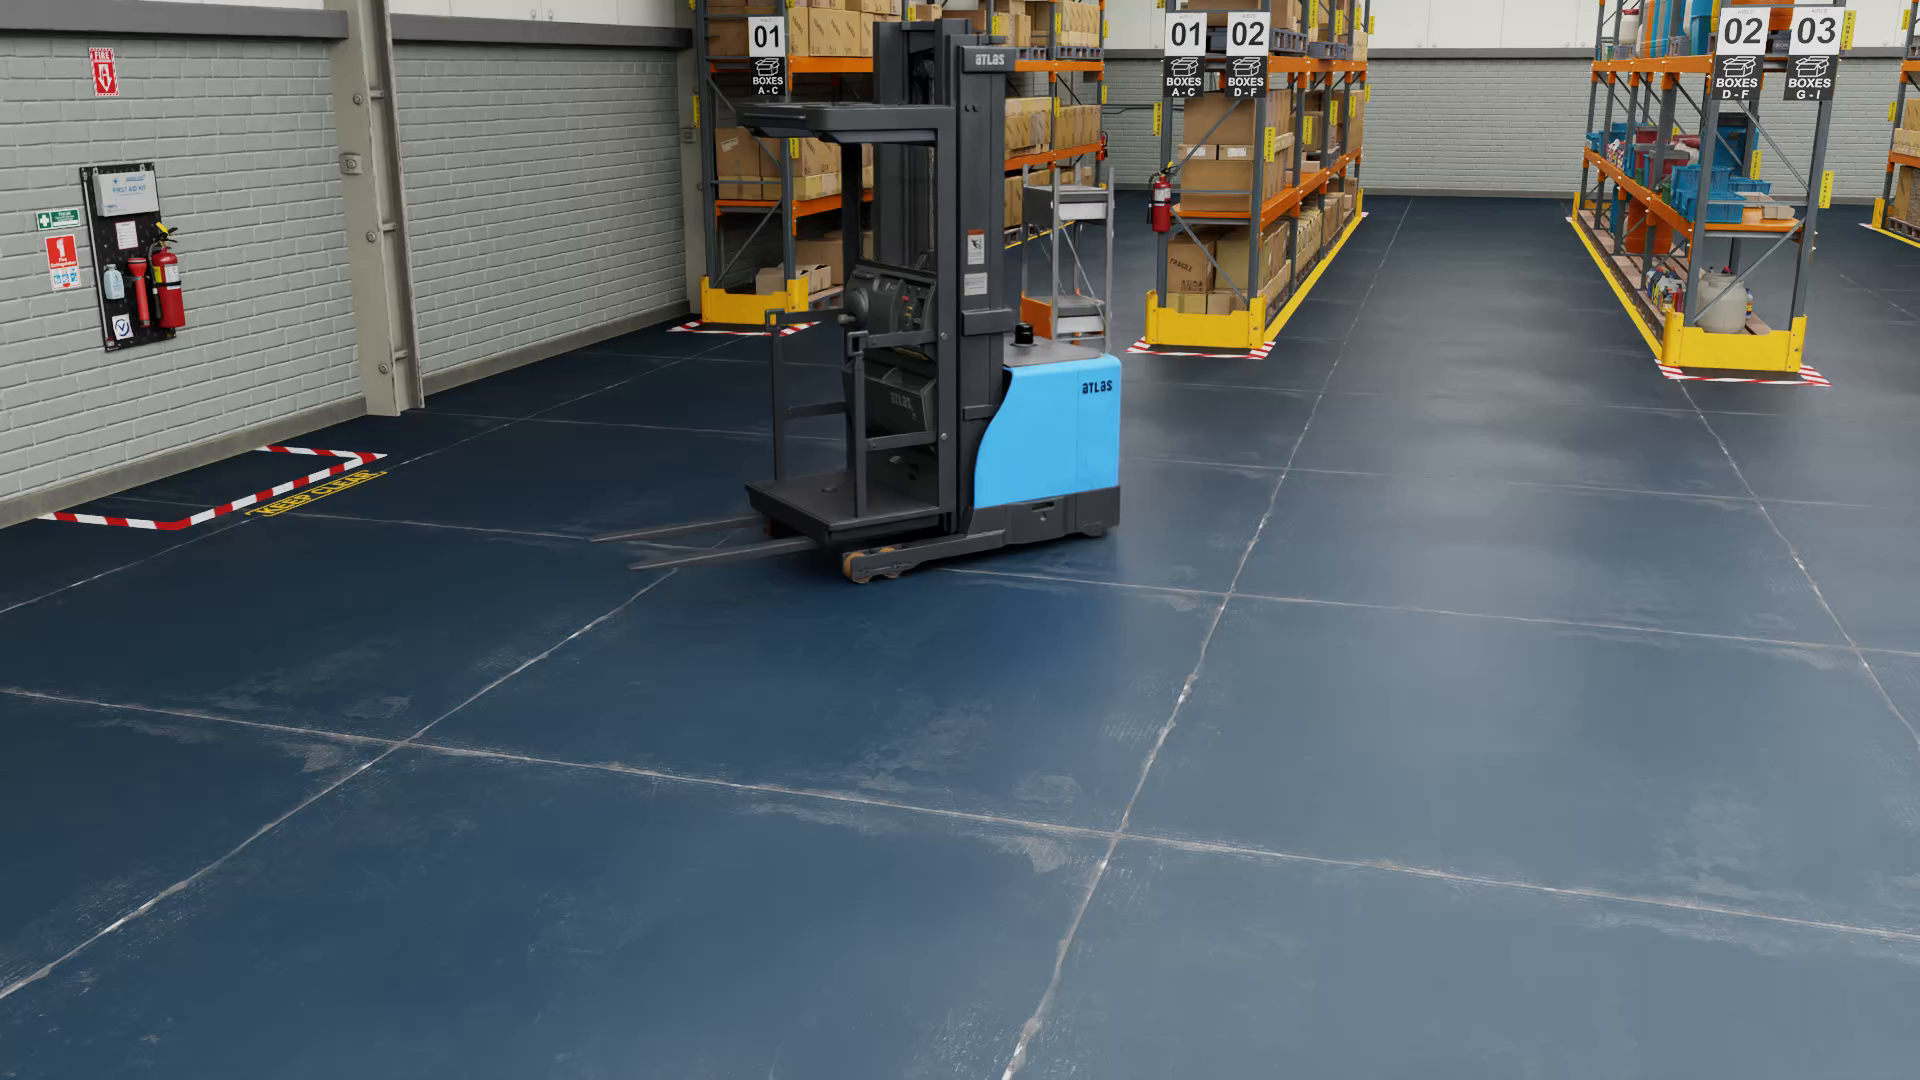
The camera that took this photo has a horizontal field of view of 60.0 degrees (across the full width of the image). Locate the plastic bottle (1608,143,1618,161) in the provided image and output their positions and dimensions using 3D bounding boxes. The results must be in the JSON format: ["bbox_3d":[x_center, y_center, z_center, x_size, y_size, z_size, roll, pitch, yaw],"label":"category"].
[{"bbox_3d":[10.036,-5.943,25.512,0.152,0.276,0.135,5,16,16],"label":"plastic bottle"}]

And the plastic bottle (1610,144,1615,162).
[{"bbox_3d":[9.871,-5.839,25.131,0.061,0.283,0.133,5,16,16],"label":"plastic bottle"}]

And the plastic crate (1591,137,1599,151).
[{"bbox_3d":[10.928,-6.723,28.231,0.416,0.233,0.300,5,16,16],"label":"plastic crate"}]

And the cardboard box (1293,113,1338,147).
[{"bbox_3d":[5.446,-6.358,25.796,0.700,0.500,0.500,1,16,2],"label":"cardboard box"}]

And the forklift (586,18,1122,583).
[{"bbox_3d":[-0.570,-1.340,9.182,3.031,2.935,1.130,-10,18,-30],"label":"forklift"}]

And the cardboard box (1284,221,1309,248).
[{"bbox_3d":[4.264,-3.986,21.627,0.500,0.311,0.500,4,16,14],"label":"cardboard box"}]

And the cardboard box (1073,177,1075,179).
[{"bbox_3d":[1.887,-6.551,31.239,0.700,0.500,0.500,4,16,14],"label":"cardboard box"}]

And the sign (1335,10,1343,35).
[{"bbox_3d":[5.281,-7.213,23.174,0.100,0.325,0.005,5,16,16],"label":"sign"}]

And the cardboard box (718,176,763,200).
[{"bbox_3d":[-2.325,-3.894,18.298,0.500,0.250,0.500,5,17,17],"label":"cardboard box"}]

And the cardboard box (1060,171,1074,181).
[{"bbox_3d":[1.869,-6.670,30.469,0.380,0.149,0.250,4,16,14],"label":"cardboard box"}]

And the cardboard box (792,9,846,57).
[{"bbox_3d":[-1.607,-5.662,18.576,0.500,0.500,0.500,5,17,18],"label":"cardboard box"}]

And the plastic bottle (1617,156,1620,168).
[{"bbox_3d":[9.515,-5.454,23.926,0.097,0.201,0.097,0,16,0],"label":"plastic bottle"}]

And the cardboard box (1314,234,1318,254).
[{"bbox_3d":[4.693,-4.116,23.114,0.500,0.250,0.500,4,16,15],"label":"cardboard box"}]

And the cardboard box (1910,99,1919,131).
[{"bbox_3d":[15.843,-6.913,27.059,0.500,0.500,0.500,4,16,14],"label":"cardboard box"}]

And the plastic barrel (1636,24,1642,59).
[{"bbox_3d":[9.118,-6.583,21.839,0.421,0.512,0.421,0,16,0],"label":"plastic barrel"}]

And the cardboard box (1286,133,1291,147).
[{"bbox_3d":[3.671,-4.690,19.495,0.380,0.149,0.250,4,16,15],"label":"cardboard box"}]

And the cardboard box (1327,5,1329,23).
[{"bbox_3d":[5.298,-7.841,25.344,0.600,0.600,0.600,4,16,14],"label":"cardboard box"}]

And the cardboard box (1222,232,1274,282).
[{"bbox_3d":[3.114,-3.061,18.021,0.500,0.500,0.500,5,16,16],"label":"cardboard box"}]

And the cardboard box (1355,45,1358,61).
[{"bbox_3d":[6.410,-8.185,27.966,0.500,0.250,0.500,5,16,16],"label":"cardboard box"}]

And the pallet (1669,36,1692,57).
[{"bbox_3d":[8.252,-5.253,17.701,1.213,0.211,1.003,5,16,16],"label":"pallet"}]

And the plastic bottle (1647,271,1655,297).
[{"bbox_3d":[7.787,-2.862,18.609,0.152,0.276,0.135,5,17,18],"label":"plastic bottle"}]

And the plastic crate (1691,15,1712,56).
[{"bbox_3d":[7.480,-5.008,16.521,0.392,0.384,0.575,5,16,16],"label":"plastic crate"}]

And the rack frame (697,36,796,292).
[{"bbox_3d":[-2.272,-3.819,17.796,1.000,3.000,0.127,5,16,16],"label":"rack frame"}]

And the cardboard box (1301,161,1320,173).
[{"bbox_3d":[4.761,-5.151,22.953,0.380,0.149,0.250,5,16,16],"label":"cardboard box"}]

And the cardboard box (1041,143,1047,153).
[{"bbox_3d":[1.264,-6.669,28.268,0.380,0.149,0.250,5,17,17],"label":"cardboard box"}]

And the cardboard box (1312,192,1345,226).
[{"bbox_3d":[6.023,-5.433,27.261,0.500,0.500,0.500,5,16,16],"label":"cardboard box"}]

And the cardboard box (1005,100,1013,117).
[{"bbox_3d":[0.529,-6.713,25.860,0.500,0.250,0.500,4,16,15],"label":"cardboard box"}]

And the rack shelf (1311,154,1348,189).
[{"bbox_3d":[5.320,-5.706,25.767,1.077,0.370,4.000,5,16,16],"label":"rack shelf"}]

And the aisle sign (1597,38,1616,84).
[{"bbox_3d":[11.509,-8.529,29.638,0.394,0.787,0.004,5,16,16],"label":"aisle sign"}]

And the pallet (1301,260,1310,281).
[{"bbox_3d":[4.132,-3.657,22.334,1.003,0.211,1.213,5,16,16],"label":"pallet"}]

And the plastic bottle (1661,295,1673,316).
[{"bbox_3d":[7.328,-2.430,17.223,0.097,0.201,0.097,0,16,0],"label":"plastic bottle"}]

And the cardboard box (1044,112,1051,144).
[{"bbox_3d":[1.248,-7.019,28.313,0.500,0.500,0.500,4,16,15],"label":"cardboard box"}]

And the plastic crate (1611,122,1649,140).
[{"bbox_3d":[11.857,-7.180,29.472,0.616,0.435,0.499,5,16,16],"label":"plastic crate"}]

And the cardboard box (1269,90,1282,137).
[{"bbox_3d":[3.210,-4.774,18.605,0.700,0.500,0.500,5,16,16],"label":"cardboard box"}]

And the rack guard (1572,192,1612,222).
[{"bbox_3d":[11.768,-6.041,30.212,1.175,0.500,0.348,5,16,16],"label":"rack guard"}]

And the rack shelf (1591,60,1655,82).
[{"bbox_3d":[11.205,-7.810,27.689,1.077,0.370,4.000,5,16,16],"label":"rack shelf"}]

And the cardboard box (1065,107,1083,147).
[{"bbox_3d":[1.718,-7.625,30.665,0.980,0.700,0.700,4,16,13],"label":"cardboard box"}]

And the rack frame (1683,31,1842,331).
[{"bbox_3d":[7.226,-3.051,15.087,1.000,3.000,0.127,5,16,16],"label":"rack frame"}]

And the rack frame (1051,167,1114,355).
[{"bbox_3d":[0.758,-1.265,10.440,0.400,2.100,0.015,-6,17,-20],"label":"rack frame"}]

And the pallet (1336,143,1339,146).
[{"bbox_3d":[5.557,-6.282,26.833,1.003,0.211,1.213,5,16,16],"label":"pallet"}]

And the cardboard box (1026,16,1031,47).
[{"bbox_3d":[0.782,-8.439,27.600,0.700,0.500,0.500,4,16,13],"label":"cardboard box"}]

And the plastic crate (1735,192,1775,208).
[{"bbox_3d":[8.144,-3.526,17.246,0.530,0.136,0.437,5,16,16],"label":"plastic crate"}]

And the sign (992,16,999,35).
[{"bbox_3d":[0.521,-7.561,24.545,0.100,0.325,0.005,5,16,16],"label":"sign"}]

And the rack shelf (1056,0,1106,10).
[{"bbox_3d":[1.706,-9.829,30.043,1.077,0.370,4.000,5,16,16],"label":"rack shelf"}]

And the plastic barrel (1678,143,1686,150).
[{"bbox_3d":[9.292,-4.801,21.055,0.421,0.512,0.421,0,16,0],"label":"plastic barrel"}]

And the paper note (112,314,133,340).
[{"bbox_3d":[-5.463,-1.391,10.850,0.016,0.148,0.142,5,16,16],"label":"paper note"}]

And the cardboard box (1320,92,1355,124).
[{"bbox_3d":[6.292,-7.206,27.721,0.500,0.500,0.500,5,17,17],"label":"cardboard box"}]

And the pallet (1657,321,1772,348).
[{"bbox_3d":[7.439,-1.945,16.299,1.003,0.211,1.213,5,16,16],"label":"pallet"}]

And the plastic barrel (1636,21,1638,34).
[{"bbox_3d":[9.859,-7.329,23.658,0.433,0.535,0.433,0,16,0],"label":"plastic barrel"}]

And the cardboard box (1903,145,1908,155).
[{"bbox_3d":[15.888,-6.462,27.574,0.380,0.149,0.250,4,16,15],"label":"cardboard box"}]

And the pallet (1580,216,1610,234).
[{"bbox_3d":[11.153,-5.364,28.354,1.003,0.211,1.213,5,16,16],"label":"pallet"}]

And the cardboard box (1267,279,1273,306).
[{"bbox_3d":[3.125,-2.700,18.120,0.500,0.250,0.500,5,16,16],"label":"cardboard box"}]

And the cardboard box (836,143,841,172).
[{"bbox_3d":[-1.546,-4.482,18.997,0.500,0.500,0.500,4,16,14],"label":"cardboard box"}]

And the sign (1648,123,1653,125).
[{"bbox_3d":[12.305,-7.277,29.688,0.100,0.325,0.005,5,16,16],"label":"sign"}]

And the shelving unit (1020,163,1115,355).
[{"bbox_3d":[0.671,-1.327,10.659,0.431,2.100,0.503,-6,17,-20],"label":"shelving unit"}]

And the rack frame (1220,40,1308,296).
[{"bbox_3d":[3.615,-4.482,20.134,1.000,3.000,0.127,5,16,16],"label":"rack frame"}]

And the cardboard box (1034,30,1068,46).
[{"bbox_3d":[1.587,-8.740,28.970,0.500,0.250,0.500,5,16,16],"label":"cardboard box"}]
